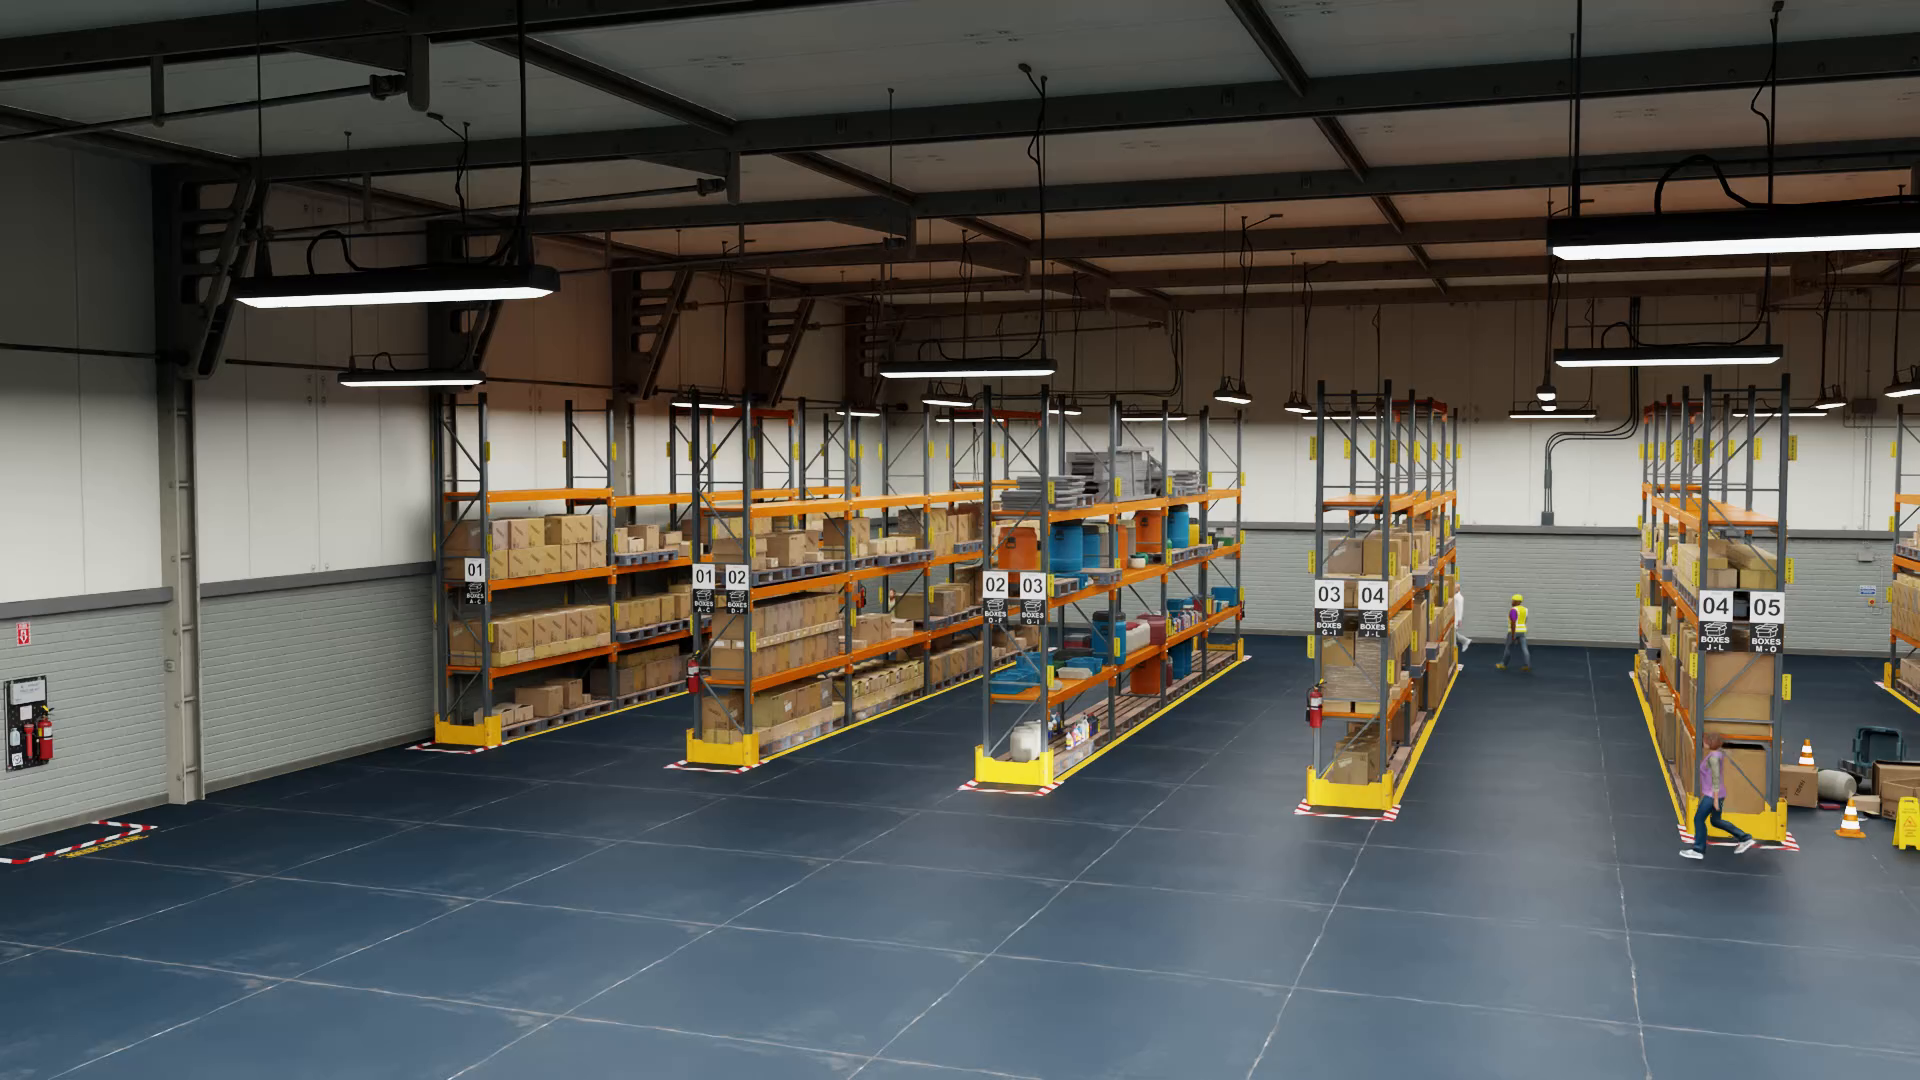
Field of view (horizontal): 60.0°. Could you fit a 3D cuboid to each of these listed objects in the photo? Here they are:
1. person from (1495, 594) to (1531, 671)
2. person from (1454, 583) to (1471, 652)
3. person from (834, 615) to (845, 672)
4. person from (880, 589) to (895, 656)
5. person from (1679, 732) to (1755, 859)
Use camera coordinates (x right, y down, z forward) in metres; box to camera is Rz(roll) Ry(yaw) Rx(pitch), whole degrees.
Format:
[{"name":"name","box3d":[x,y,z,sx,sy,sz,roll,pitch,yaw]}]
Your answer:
[{"name":"person","box3d":[12.682,2.097,37.886,0.518,1.712,0.994,-1,3,-13]},{"name":"person","box3d":[12.177,1.928,40.751,0.742,1.761,0.590,0,3,2]},{"name":"person","box3d":[-2.477,2.365,35.079,0.491,1.568,0.485,1,3,10]},{"name":"person","box3d":[-1.734,2.009,40.889,0.456,1.610,1.082,1,3,17]},{"name":"person","box3d":[9.260,3.123,20.303,0.847,1.560,0.416,1,3,23]}]
